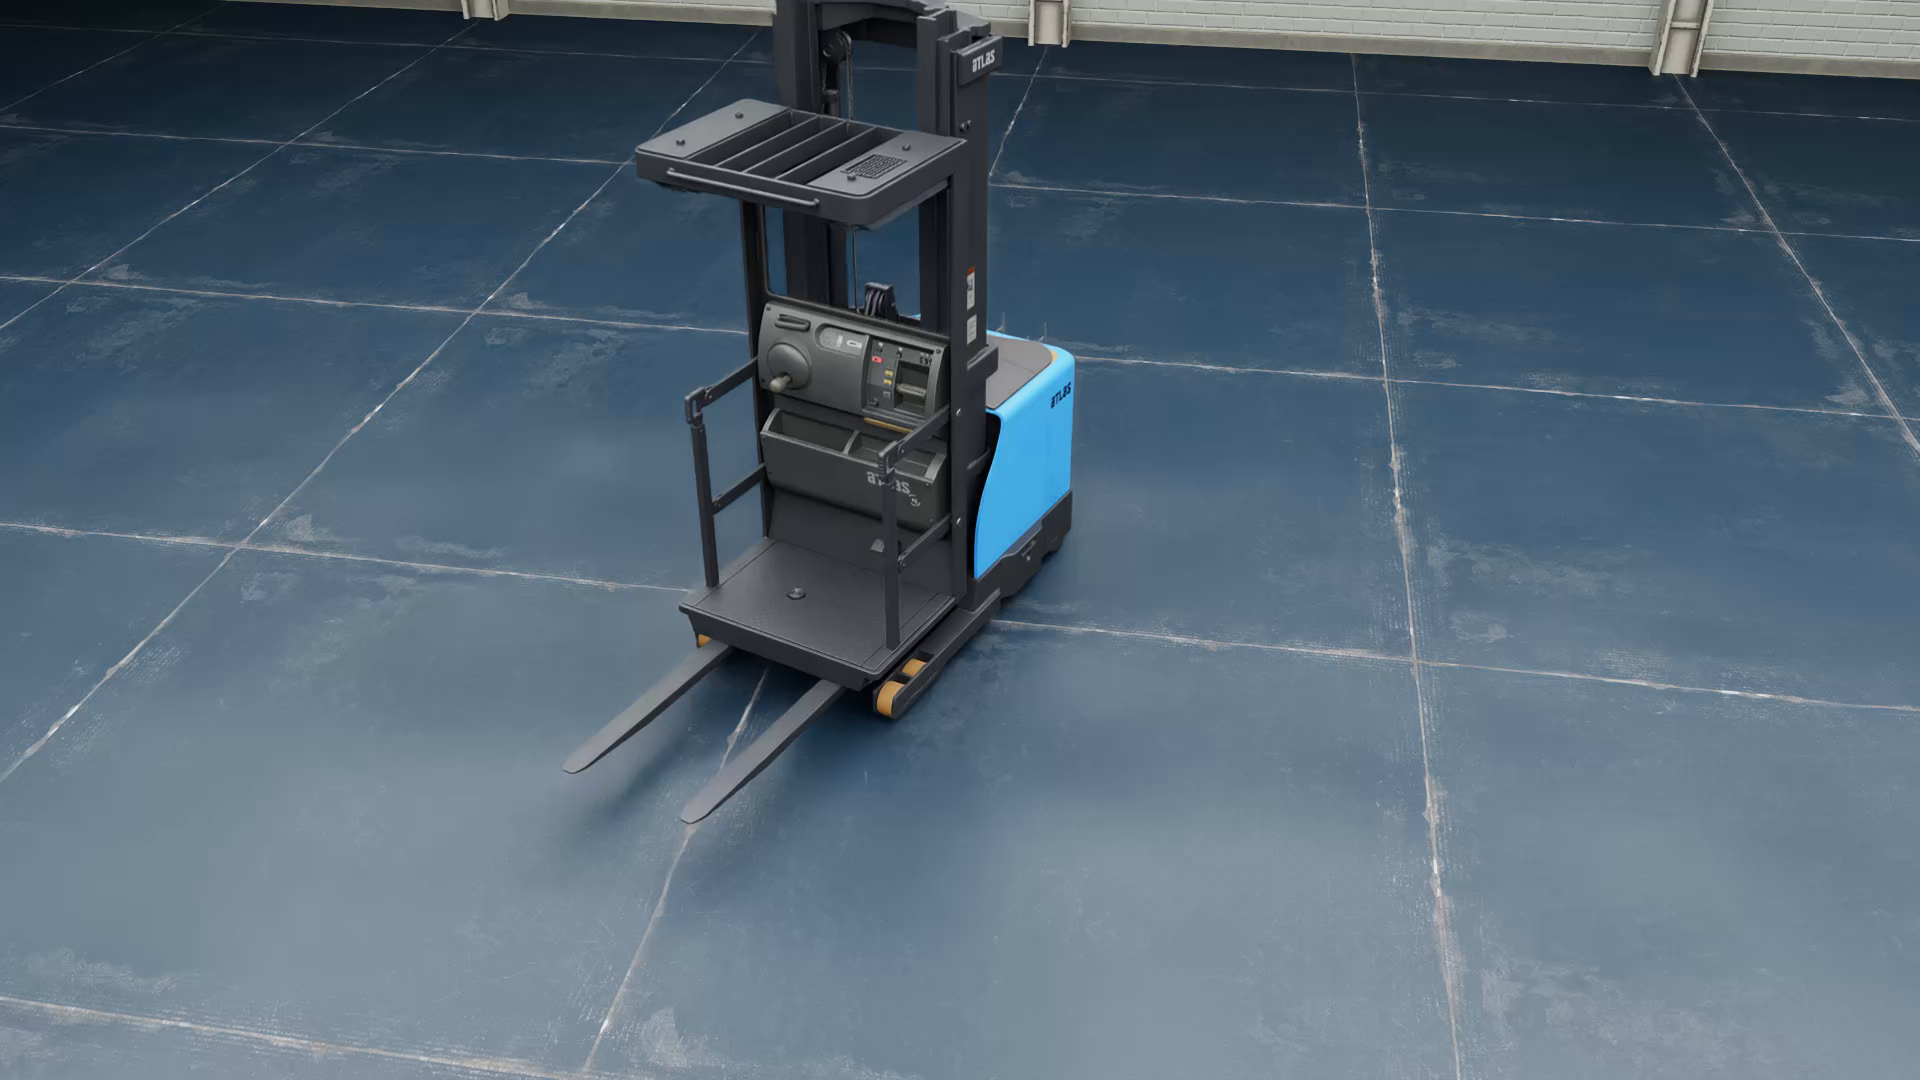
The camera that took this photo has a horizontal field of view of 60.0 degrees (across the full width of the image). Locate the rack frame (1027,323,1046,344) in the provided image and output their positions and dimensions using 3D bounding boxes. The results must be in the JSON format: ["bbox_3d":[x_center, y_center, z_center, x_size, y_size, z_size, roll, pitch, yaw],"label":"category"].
[{"bbox_3d":[0.391,-0.626,8.761,0.008,1.050,0.200,17,36,25],"label":"rack frame"}]

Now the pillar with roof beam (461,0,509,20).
[{"bbox_3d":[-5.737,-7.121,11.645,0.400,9.000,9.100,5,32,8],"label":"pillar with roof beam"}]

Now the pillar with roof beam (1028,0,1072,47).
[{"bbox_3d":[0.177,-6.585,10.789,0.400,9.000,9.100,5,32,8],"label":"pillar with roof beam"}]

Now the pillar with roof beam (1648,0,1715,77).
[{"bbox_3d":[6.091,-6.050,9.934,0.400,9.000,9.100,5,32,8],"label":"pillar with roof beam"}]

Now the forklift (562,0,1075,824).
[{"bbox_3d":[-0.590,-0.720,7.138,1.130,2.935,3.031,17,36,25],"label":"forklift"}]

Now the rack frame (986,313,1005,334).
[{"bbox_3d":[0.179,-0.691,8.865,0.008,1.050,0.200,17,36,25],"label":"rack frame"}]

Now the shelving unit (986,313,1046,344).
[{"bbox_3d":[0.285,-0.659,8.813,0.252,1.050,0.215,17,36,25],"label":"shelving unit"}]
